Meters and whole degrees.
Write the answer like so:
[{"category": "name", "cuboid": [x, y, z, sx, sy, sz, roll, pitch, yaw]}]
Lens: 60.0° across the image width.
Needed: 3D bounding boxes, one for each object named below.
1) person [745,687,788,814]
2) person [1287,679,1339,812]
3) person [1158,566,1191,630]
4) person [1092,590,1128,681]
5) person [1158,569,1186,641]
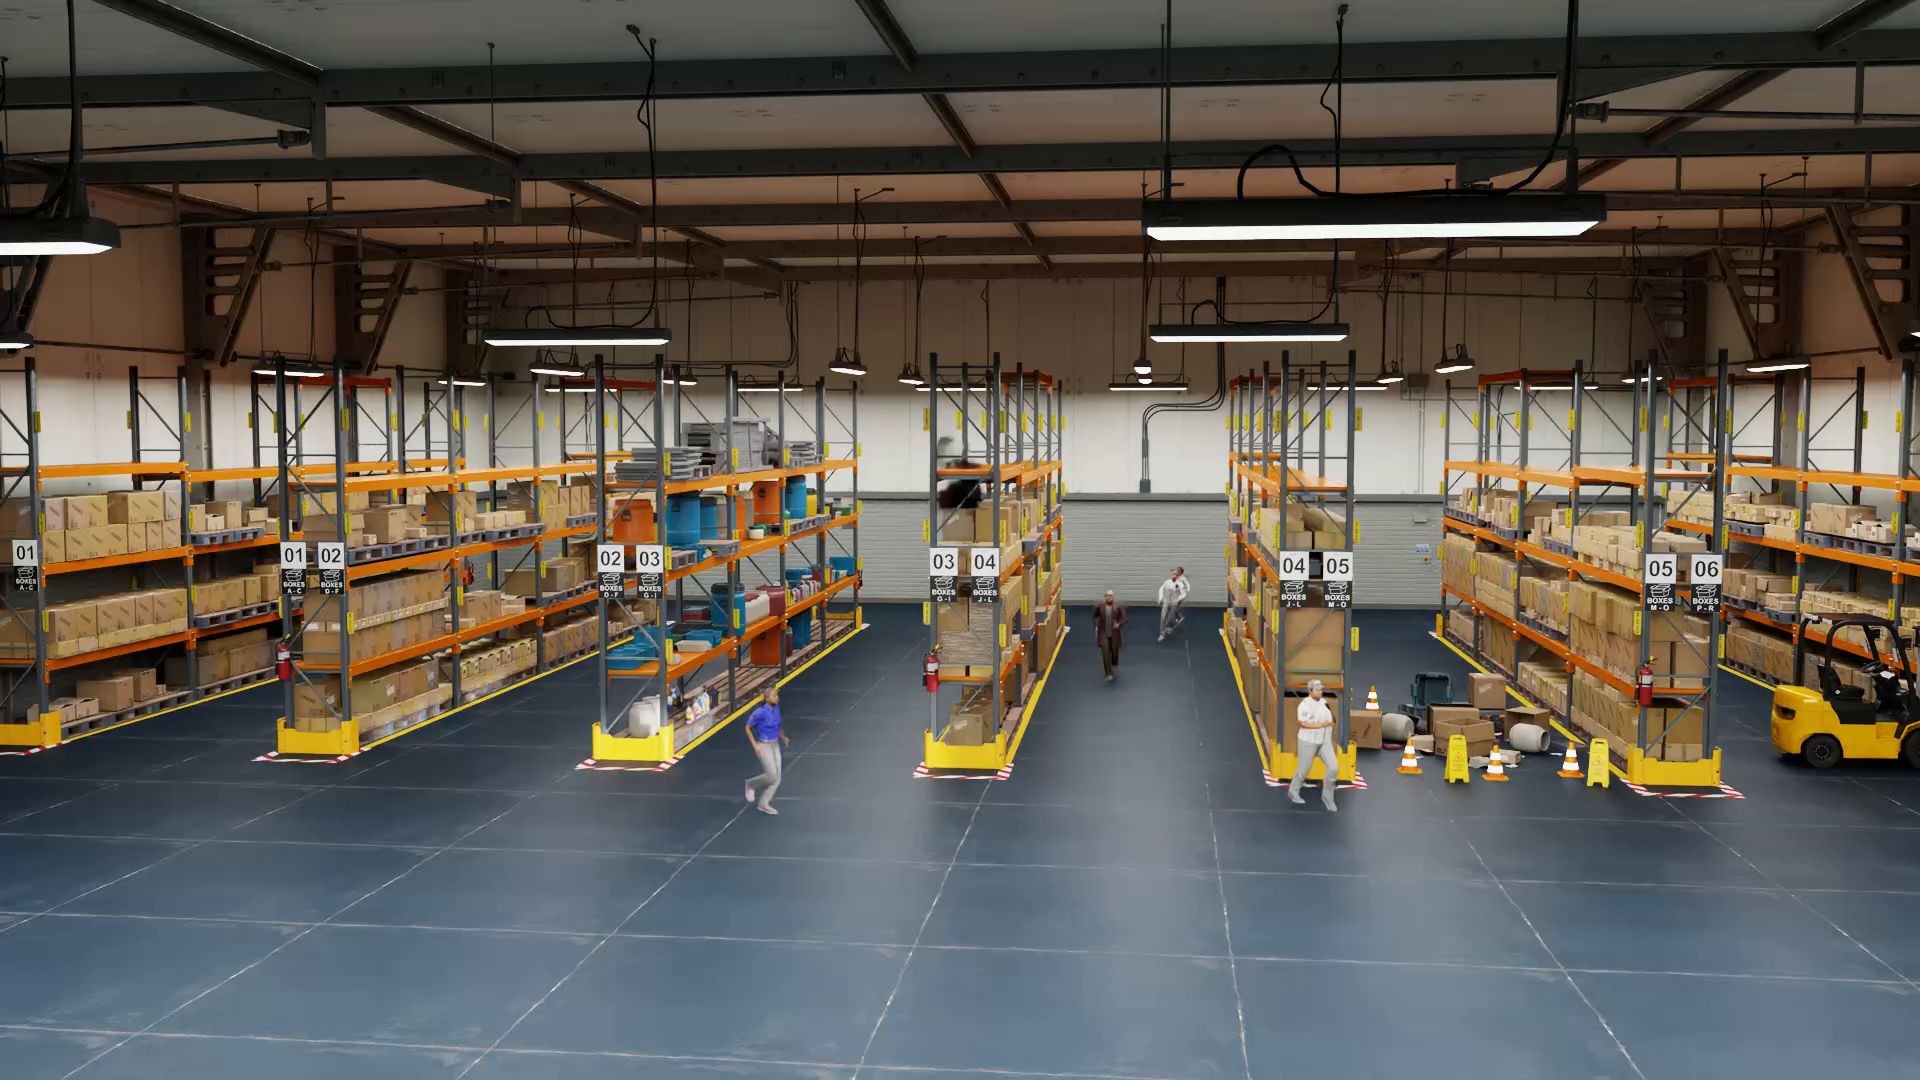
[{"category": "person", "cuboid": [-2.487, 2.695, 21.397, 0.547, 1.613, 0.588, 2, 5, 31]}, {"category": "person", "cuboid": [4.602, 2.659, 21.539, 0.588, 1.725, 0.742, -2, 5, -26]}, {"category": "person", "cuboid": [5.197, 1.396, 39.880, 0.841, 1.553, 0.602, -3, 5, -40]}, {"category": "person", "cuboid": [2.904, 1.842, 32.327, 0.709, 1.742, 0.799, 1, 4, 10]}, {"category": "person", "cuboid": [4.894, 1.478, 38.384, 0.658, 1.653, 0.744, 2, 4, 22]}]
